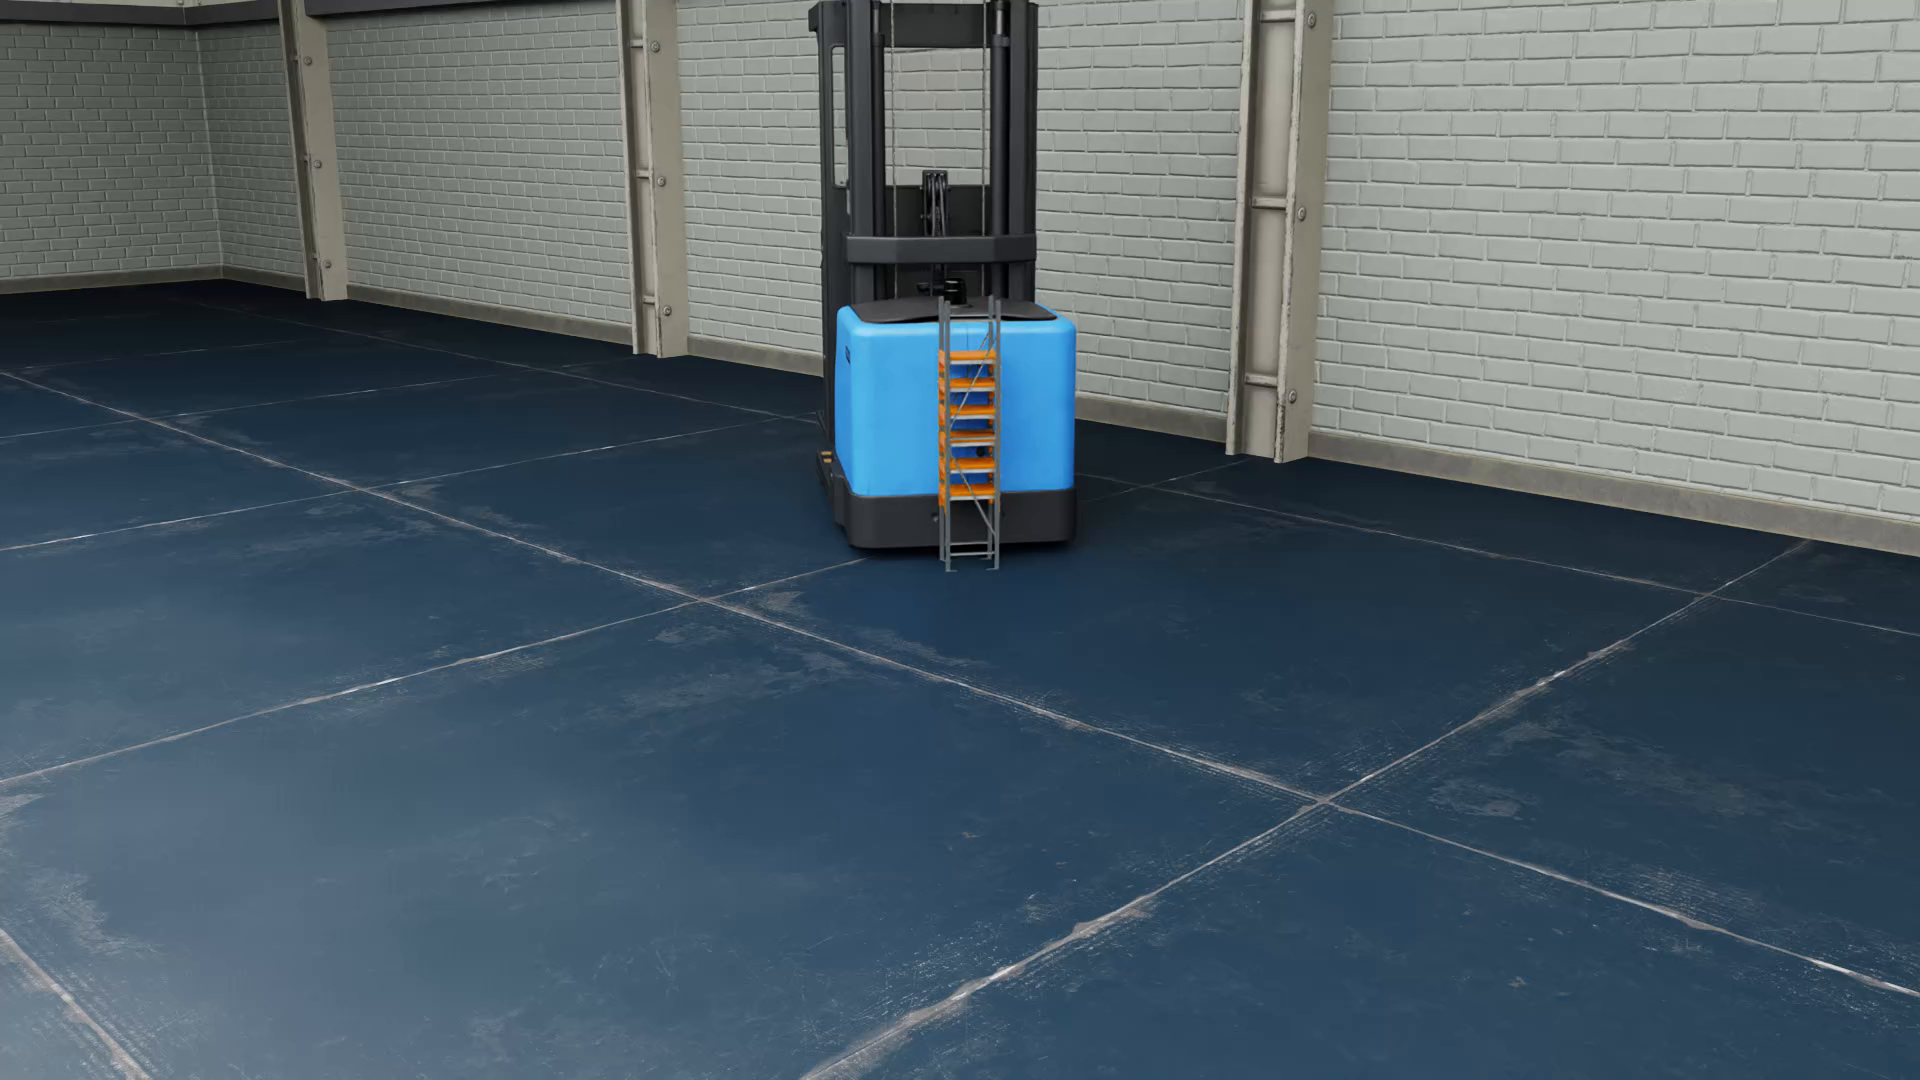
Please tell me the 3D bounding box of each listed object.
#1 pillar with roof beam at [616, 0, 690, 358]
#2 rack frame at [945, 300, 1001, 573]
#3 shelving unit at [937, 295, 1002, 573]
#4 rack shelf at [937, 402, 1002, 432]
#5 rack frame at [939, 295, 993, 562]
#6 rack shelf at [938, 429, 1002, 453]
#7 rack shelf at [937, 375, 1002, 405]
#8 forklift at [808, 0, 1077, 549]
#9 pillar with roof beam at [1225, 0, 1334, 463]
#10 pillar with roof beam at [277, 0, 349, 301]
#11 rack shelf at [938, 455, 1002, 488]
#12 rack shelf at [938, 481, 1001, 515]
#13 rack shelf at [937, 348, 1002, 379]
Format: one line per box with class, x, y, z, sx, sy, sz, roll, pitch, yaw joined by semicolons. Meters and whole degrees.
pillar with roof beam;-5.481;-5.130;9.773;0.400;9.000;9.100;14;20;42
rack frame;0.055;-0.441;7.244;0.240;1.200;0.006;-2;15;-9
shelving unit;0.041;-0.464;7.331;0.258;1.200;0.189;-2;15;-9
rack shelf;0.041;-0.537;7.312;0.258;0.103;0.180;-2;15;-9
rack frame;0.027;-0.486;7.419;0.240;1.200;0.006;-2;15;-9
rack shelf;0.041;-0.421;7.343;0.258;0.103;0.180;-2;15;-9
rack shelf;0.041;-0.653;7.282;0.258;0.103;0.180;-2;15;-9
forklift;-0.195;-1.703;8.657;1.130;2.935;3.031;-2;15;-9
pillar with roof beam;-1.162;-4.080;5.743;0.400;9.000;9.100;14;20;42
pillar with roof beam;-9.800;-6.180;13.803;0.400;9.000;9.100;14;20;42
rack shelf;0.041;-0.304;7.373;0.258;0.103;0.180;-2;15;-9
rack shelf;0.041;-0.188;7.403;0.258;0.103;0.180;-2;15;-9
rack shelf;0.041;-0.769;7.252;0.258;0.103;0.180;-2;15;-9
